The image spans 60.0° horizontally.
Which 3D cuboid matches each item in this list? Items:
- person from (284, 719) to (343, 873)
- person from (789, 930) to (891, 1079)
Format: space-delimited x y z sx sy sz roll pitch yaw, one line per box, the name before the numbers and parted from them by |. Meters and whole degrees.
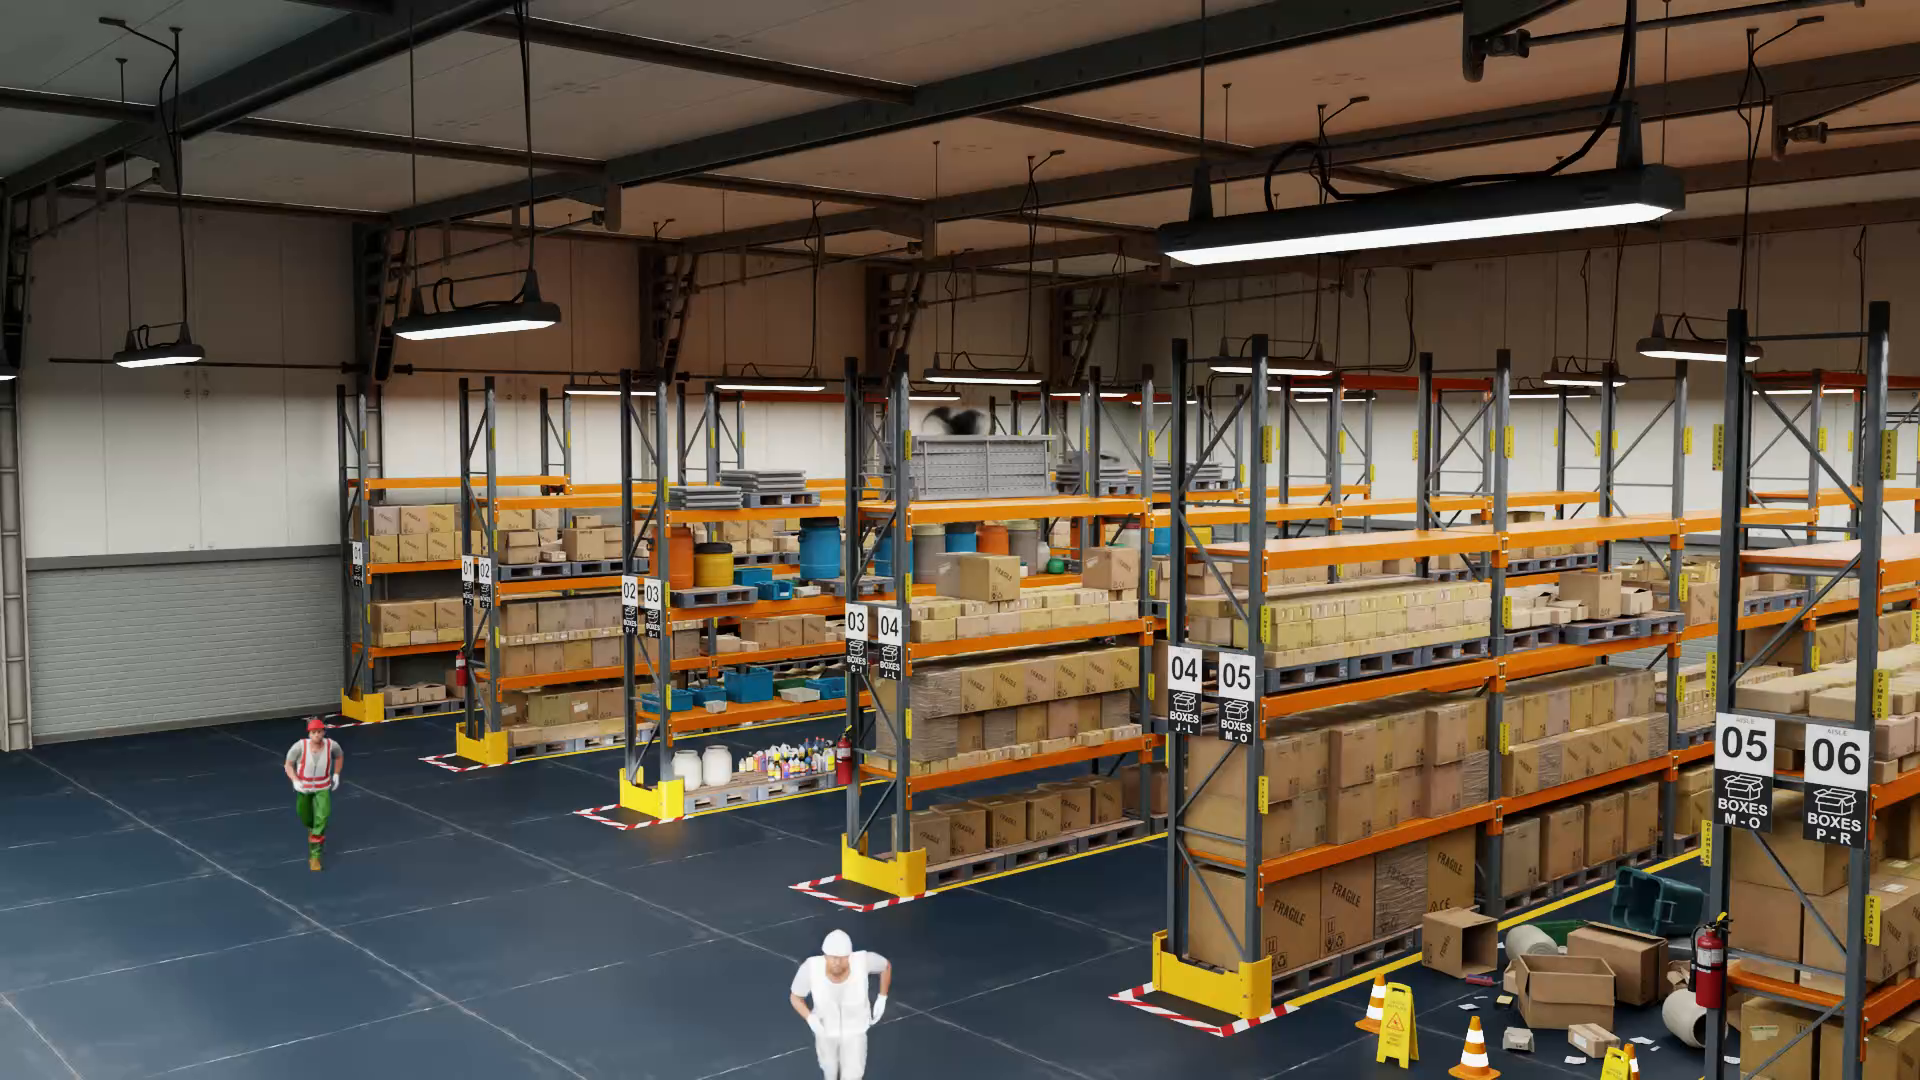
person | -7.722 2.994 19.902 0.659 1.772 1.065 -2 4 -22
person | -0.859 3.553 11.965 0.728 1.728 1.054 0 4 -5
